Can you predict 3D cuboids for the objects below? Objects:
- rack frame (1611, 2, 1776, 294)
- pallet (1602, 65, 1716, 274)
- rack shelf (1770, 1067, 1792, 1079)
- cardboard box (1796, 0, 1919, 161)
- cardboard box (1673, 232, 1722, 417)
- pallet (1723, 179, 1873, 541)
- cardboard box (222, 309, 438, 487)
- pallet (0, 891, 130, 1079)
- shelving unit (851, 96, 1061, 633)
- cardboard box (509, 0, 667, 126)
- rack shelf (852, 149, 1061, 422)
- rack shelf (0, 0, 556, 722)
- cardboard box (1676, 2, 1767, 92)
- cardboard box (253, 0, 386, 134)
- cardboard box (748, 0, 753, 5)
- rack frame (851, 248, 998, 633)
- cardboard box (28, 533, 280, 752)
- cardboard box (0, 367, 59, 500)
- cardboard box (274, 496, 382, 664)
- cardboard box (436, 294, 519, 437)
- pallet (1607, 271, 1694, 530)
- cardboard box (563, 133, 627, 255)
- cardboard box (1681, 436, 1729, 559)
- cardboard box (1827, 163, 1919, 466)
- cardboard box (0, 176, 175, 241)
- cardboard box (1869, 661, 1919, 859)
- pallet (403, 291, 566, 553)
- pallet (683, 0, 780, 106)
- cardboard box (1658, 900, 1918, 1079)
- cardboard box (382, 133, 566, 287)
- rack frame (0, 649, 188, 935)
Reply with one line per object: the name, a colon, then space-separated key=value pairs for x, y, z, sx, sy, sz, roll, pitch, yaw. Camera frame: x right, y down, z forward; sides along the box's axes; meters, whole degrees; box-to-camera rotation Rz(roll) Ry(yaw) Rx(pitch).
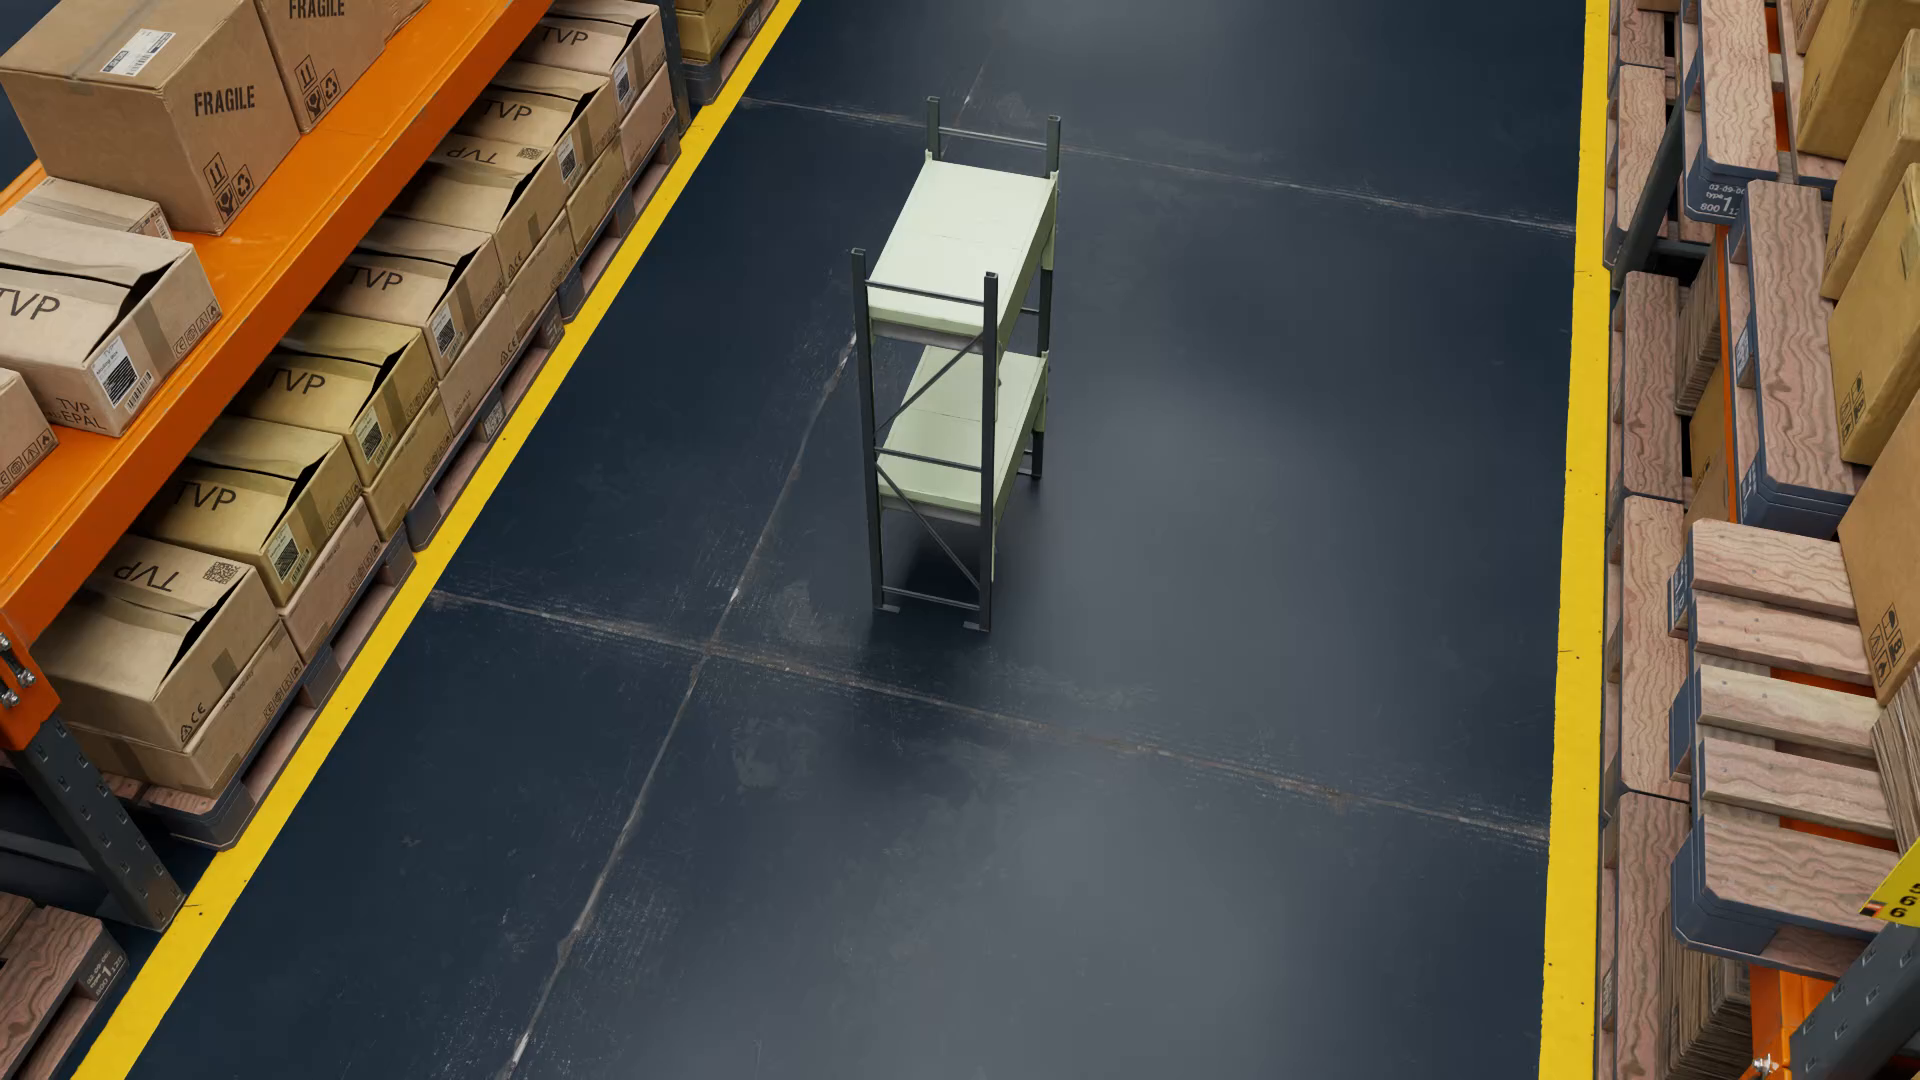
rack frame: x=3.091 y=-1.926 z=5.449 sx=1.000 sy=3.000 sz=0.127 roll=12 pitch=50 yaw=10
pallet: x=3.234 y=-1.496 z=6.929 sx=1.003 sy=0.211 sz=1.213 roll=12 pitch=50 yaw=10
rack shelf: x=1.512 y=2.652 z=1.888 sx=1.077 sy=0.370 sz=4.000 roll=12 pitch=50 yaw=10
cardboard box: x=2.770 y=-1.340 z=4.572 sx=0.700 sy=0.500 sz=0.500 roll=16 pitch=51 yaw=14
cardboard box: x=2.913 y=-0.708 z=5.748 sx=0.700 sy=0.500 sz=0.500 roll=13 pitch=50 yaw=11
pallet: x=2.520 y=-0.409 z=4.238 sx=1.003 sy=0.211 sz=1.213 roll=12 pitch=50 yaw=10
cardboard box: x=-2.054 y=-0.493 z=5.364 sx=0.500 sy=0.311 sz=0.500 roll=10 pitch=49 yaw=9
pallet: x=-2.975 y=1.448 z=4.331 sx=1.003 sy=0.211 sz=1.213 roll=12 pitch=50 yaw=10
shelving unit: x=0.002 y=-0.501 z=5.192 sx=0.431 sy=1.500 sz=0.755 roll=12 pitch=50 yaw=10
cardboard box: x=-1.519 y=-1.966 z=6.664 sx=0.500 sy=0.311 sz=0.500 roll=12 pitch=50 yaw=10
rack shelf: x=0.002 y=-0.759 z=4.899 sx=0.431 sy=0.370 sz=0.720 roll=12 pitch=50 yaw=10
rack shelf: x=-2.215 y=-1.216 z=5.302 sx=1.077 sy=0.370 sz=4.000 roll=12 pitch=50 yaw=10
cardboard box: x=3.326 y=-2.003 z=6.891 sx=0.500 sy=0.500 sz=0.500 roll=8 pitch=49 yaw=7
cardboard box: x=-2.177 y=-1.638 z=5.128 sx=0.500 sy=0.500 sz=0.500 roll=12 pitch=50 yaw=10
cardboard box: x=-1.138 y=-2.766 z=7.744 sx=0.500 sy=0.250 sz=0.500 roll=12 pitch=50 yaw=10
rack frame: x=-0.095 y=-0.236 z=4.958 sx=0.400 sy=1.500 sz=0.023 roll=12 pitch=50 yaw=10
cardboard box: x=-2.321 y=0.257 z=4.702 sx=0.500 sy=0.311 sz=0.500 roll=13 pitch=50 yaw=11
cardboard box: x=-2.604 y=-0.232 z=4.014 sx=0.500 sy=0.311 sz=0.500 roll=14 pitch=50 yaw=12
cardboard box: x=-2.189 y=0.079 z=5.233 sx=0.500 sy=0.250 sz=0.500 roll=10 pitch=49 yaw=9
cardboard box: x=-1.923 y=-0.669 z=5.894 sx=0.500 sy=0.250 sz=0.500 roll=12 pitch=50 yaw=11
pallet: x=2.887 y=-0.440 z=5.997 sx=1.003 sy=0.211 sz=1.213 roll=12 pitch=50 yaw=10
cardboard box: x=-1.653 y=-1.407 z=6.545 sx=0.500 sy=0.250 sz=0.500 roll=11 pitch=49 yaw=9
cardboard box: x=2.652 y=0.036 z=5.091 sx=0.700 sy=0.500 sz=0.500 roll=12 pitch=50 yaw=10
cardboard box: x=2.459 y=-0.459 z=3.794 sx=0.700 sy=0.500 sz=0.500 roll=12 pitch=50 yaw=10
cardboard box: x=-2.461 y=-0.858 z=4.674 sx=0.380 sy=0.149 sz=0.250 roll=15 pitch=50 yaw=13
cardboard box: x=2.152 y=0.447 z=2.995 sx=0.700 sy=0.500 sz=0.500 roll=6 pitch=49 yaw=6
pallet: x=-2.164 y=-0.552 z=6.096 sx=1.003 sy=0.211 sz=1.213 roll=12 pitch=50 yaw=10
pallet: x=-1.439 y=-2.545 z=7.855 sx=1.003 sy=0.211 sz=1.213 roll=12 pitch=50 yaw=10
cardboard box: x=2.177 y=1.118 z=4.136 sx=0.700 sy=0.500 sz=0.500 roll=12 pitch=50 yaw=11
cardboard box: x=-1.784 y=-1.228 z=6.013 sx=0.500 sy=0.311 sz=0.500 roll=11 pitch=50 yaw=10
rack frame: x=-2.742 y=-0.007 z=3.756 sx=1.000 sy=3.000 sz=0.127 roll=12 pitch=50 yaw=10
